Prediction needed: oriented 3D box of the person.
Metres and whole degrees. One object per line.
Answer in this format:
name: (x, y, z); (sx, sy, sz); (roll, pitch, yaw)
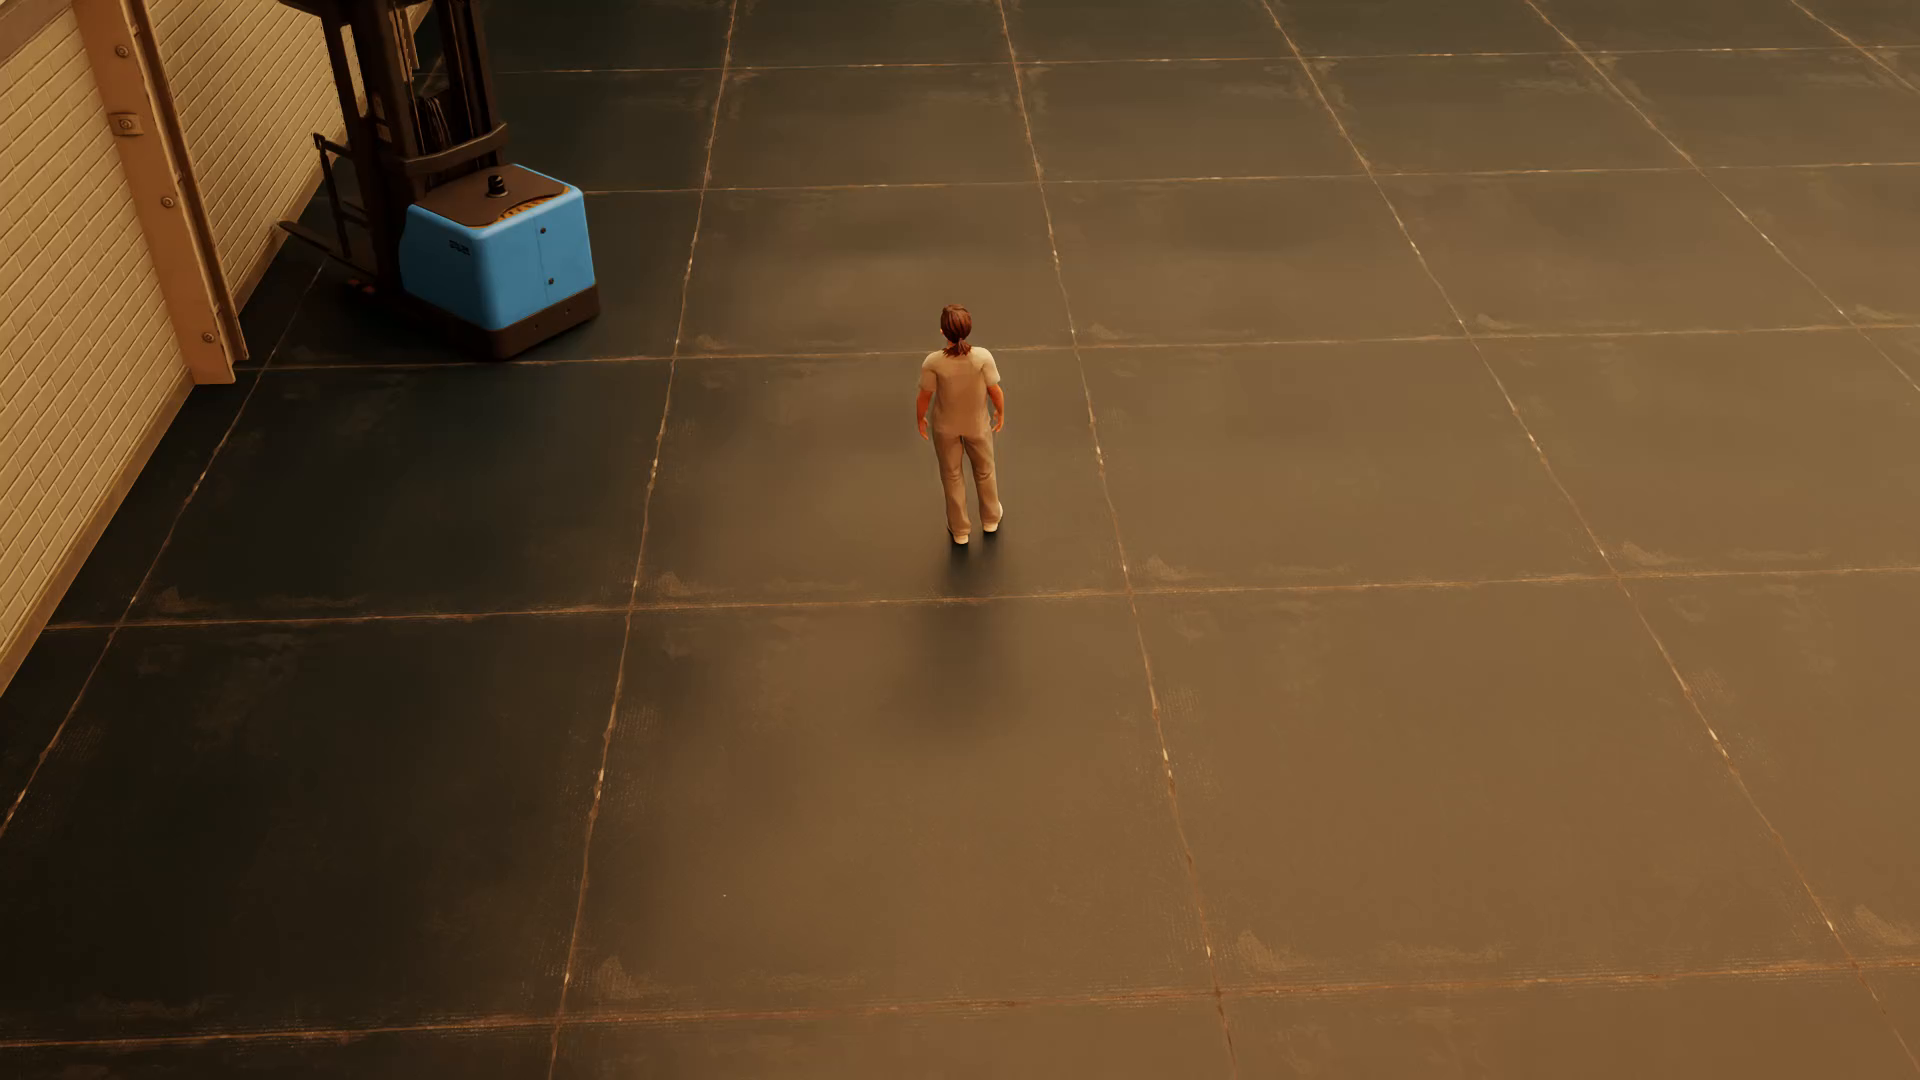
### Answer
person: (0.010, -0.727, 10.062); (0.549, 1.675, 0.549); (-2, 36, -2)

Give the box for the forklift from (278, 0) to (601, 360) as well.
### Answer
forklift: (-4.232, -3.218, 12.428); (3.031, 2.935, 1.130); (25, 43, 30)
